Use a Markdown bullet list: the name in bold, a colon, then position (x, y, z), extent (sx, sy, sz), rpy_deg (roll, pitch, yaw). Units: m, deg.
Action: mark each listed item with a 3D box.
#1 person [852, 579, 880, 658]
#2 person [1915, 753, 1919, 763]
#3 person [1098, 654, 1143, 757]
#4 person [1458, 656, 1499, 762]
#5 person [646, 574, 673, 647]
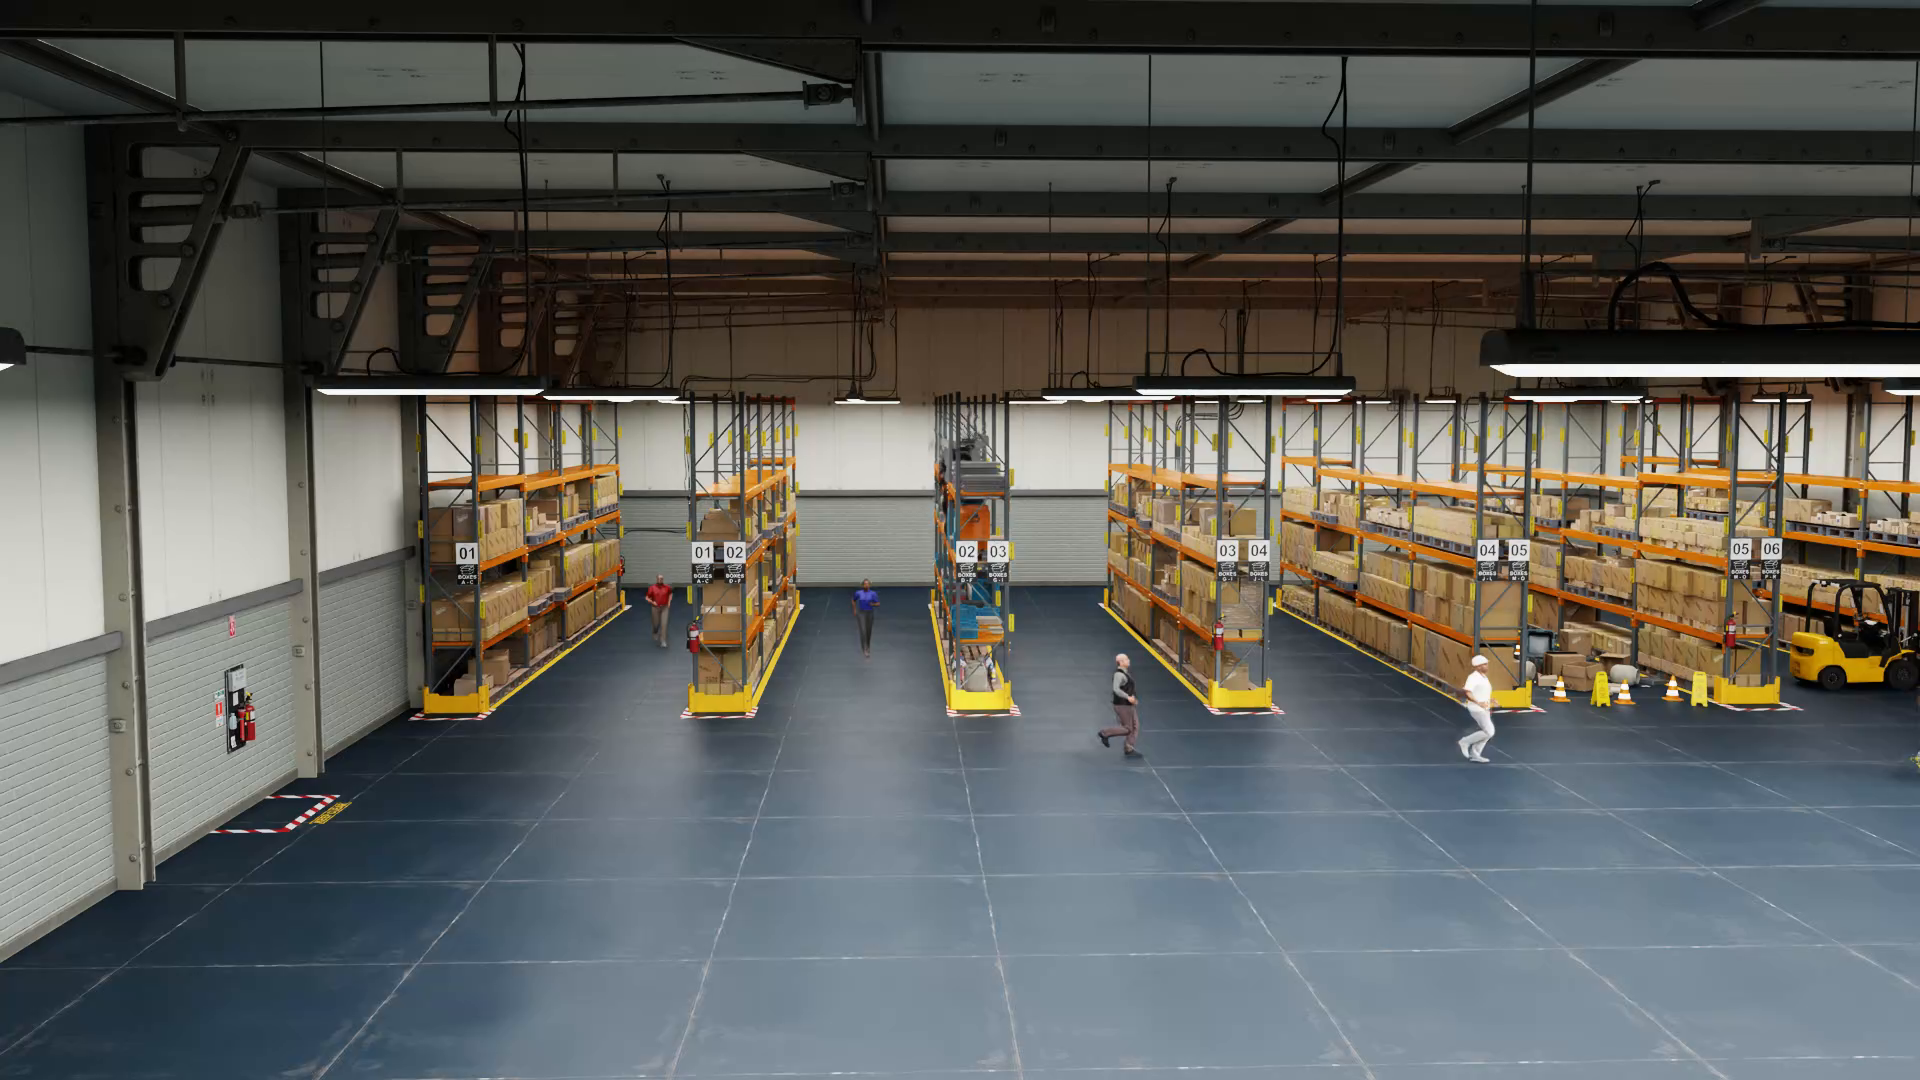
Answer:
- **person**: position (-2.038, 1.694, 36.196), extent (0.572, 1.691, 0.869), rpy_deg (-1, 5, -14)
- **person**: position (15.057, 2.817, 25.296), extent (0.932, 1.747, 0.713), rpy_deg (4, 6, 40)
- **person**: position (2.642, 2.705, 27.265), extent (0.733, 1.694, 0.661), rpy_deg (1, 5, 15)
- **person**: position (8.354, 2.715, 26.775), extent (0.575, 1.719, 0.683), rpy_deg (3, 5, 29)
- **person**: position (-7.175, 1.672, 39.736), extent (0.656, 1.699, 0.900), rpy_deg (-2, 5, -19)
